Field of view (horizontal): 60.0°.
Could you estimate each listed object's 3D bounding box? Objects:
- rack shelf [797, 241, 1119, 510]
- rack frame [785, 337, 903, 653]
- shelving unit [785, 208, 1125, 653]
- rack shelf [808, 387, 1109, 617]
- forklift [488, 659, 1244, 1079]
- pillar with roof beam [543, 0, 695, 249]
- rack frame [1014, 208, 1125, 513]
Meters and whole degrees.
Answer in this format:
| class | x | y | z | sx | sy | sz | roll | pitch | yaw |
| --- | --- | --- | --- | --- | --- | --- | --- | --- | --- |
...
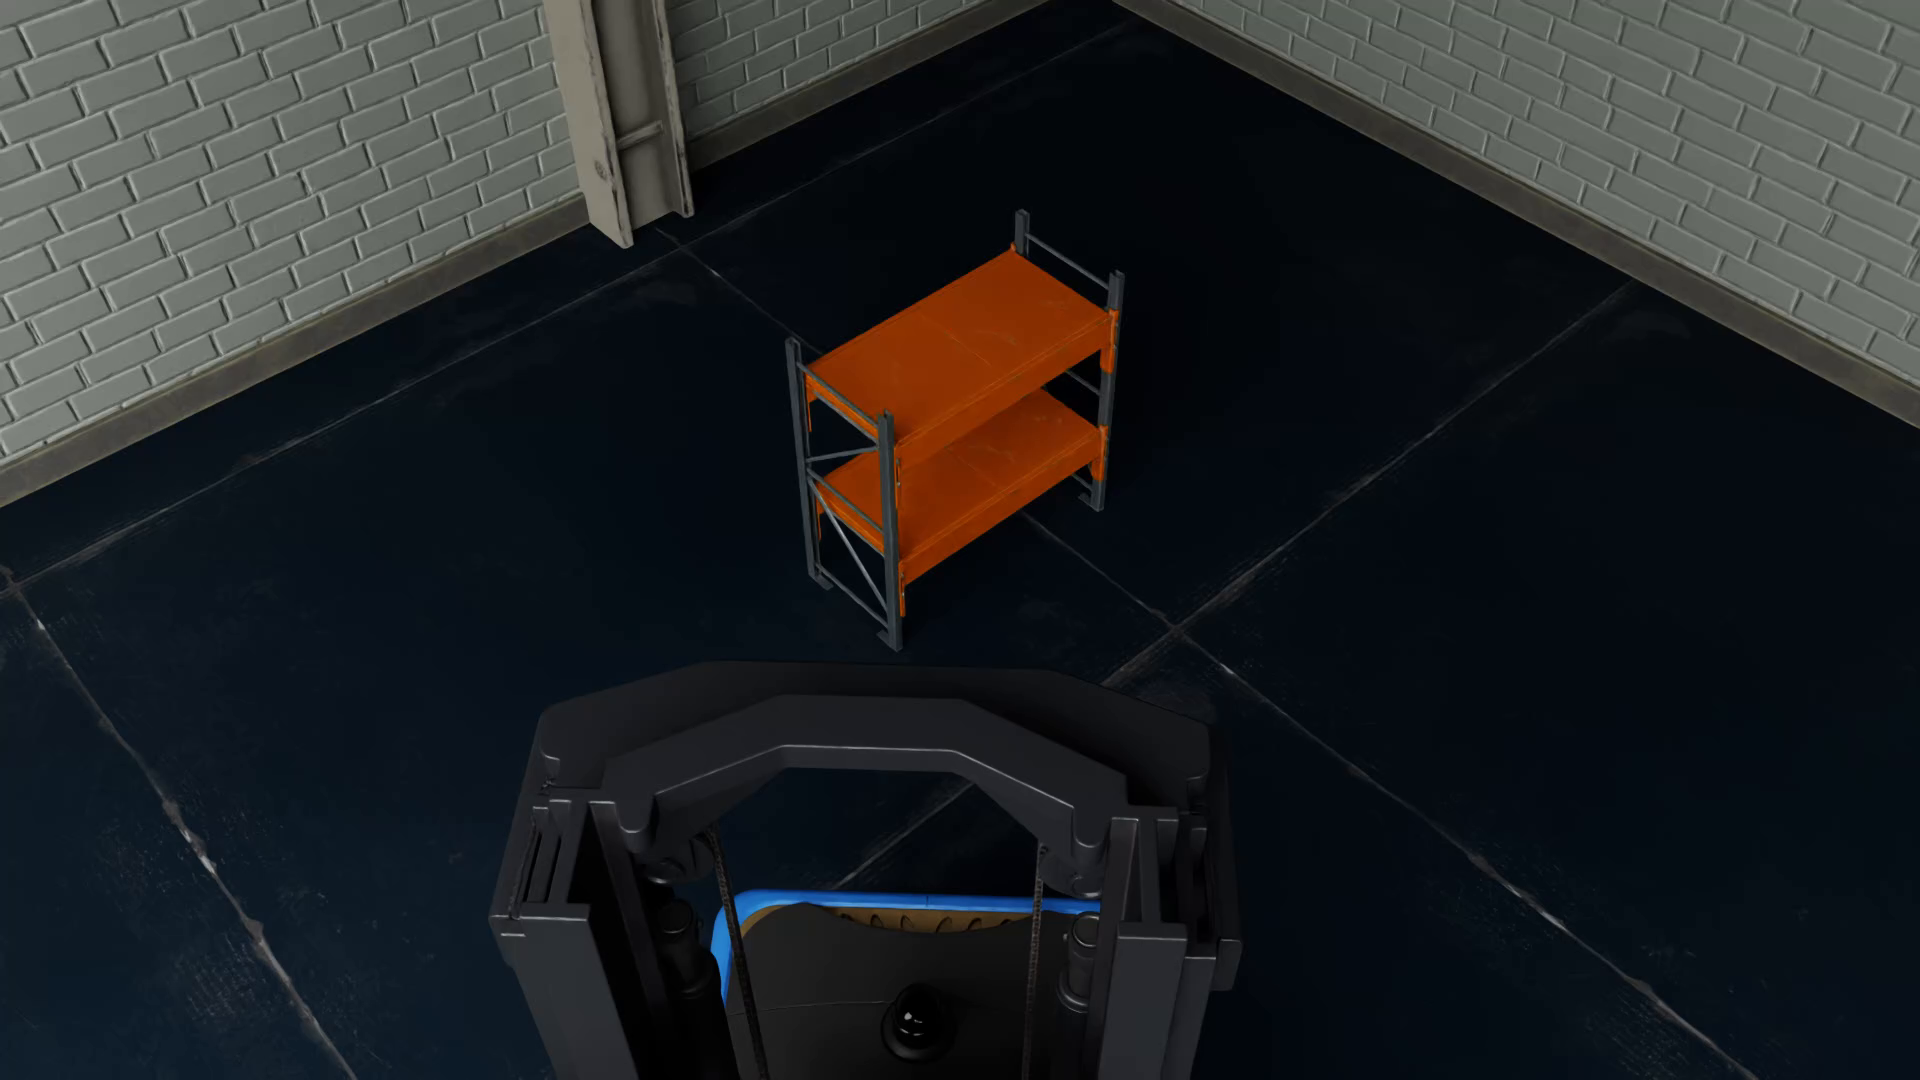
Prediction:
| class | x | y | z | sx | sy | sz | roll | pitch | yaw |
| --- | --- | --- | --- | --- | --- | --- | --- | --- | --- |
| rack shelf | -0.005 | -0.577 | 5.618 | 1.000 | 0.278 | 0.538 | -34 | 56 | -27 |
| rack frame | -0.381 | -0.127 | 5.602 | 0.032 | 1.125 | 0.500 | -34 | 56 | -27 |
| shelving unit | -0.005 | -0.378 | 5.834 | 1.048 | 1.125 | 0.538 | -34 | 56 | -27 |
| rack shelf | -0.005 | -0.212 | 6.013 | 1.000 | 0.278 | 0.538 | -34 | 56 | -27 |
| forklift | -0.133 | 1.672 | 2.712 | 1.130 | 2.935 | 3.031 | 2 | 47 | 1 |
| pillar with roof beam | 1.436 | -2.195 | 2.152 | 0.400 | 9.000 | 9.100 | -34 | 56 | -27 |
| rack frame | 0.371 | -0.629 | 6.065 | 0.032 | 1.125 | 0.500 | -34 | 56 | -27 |
